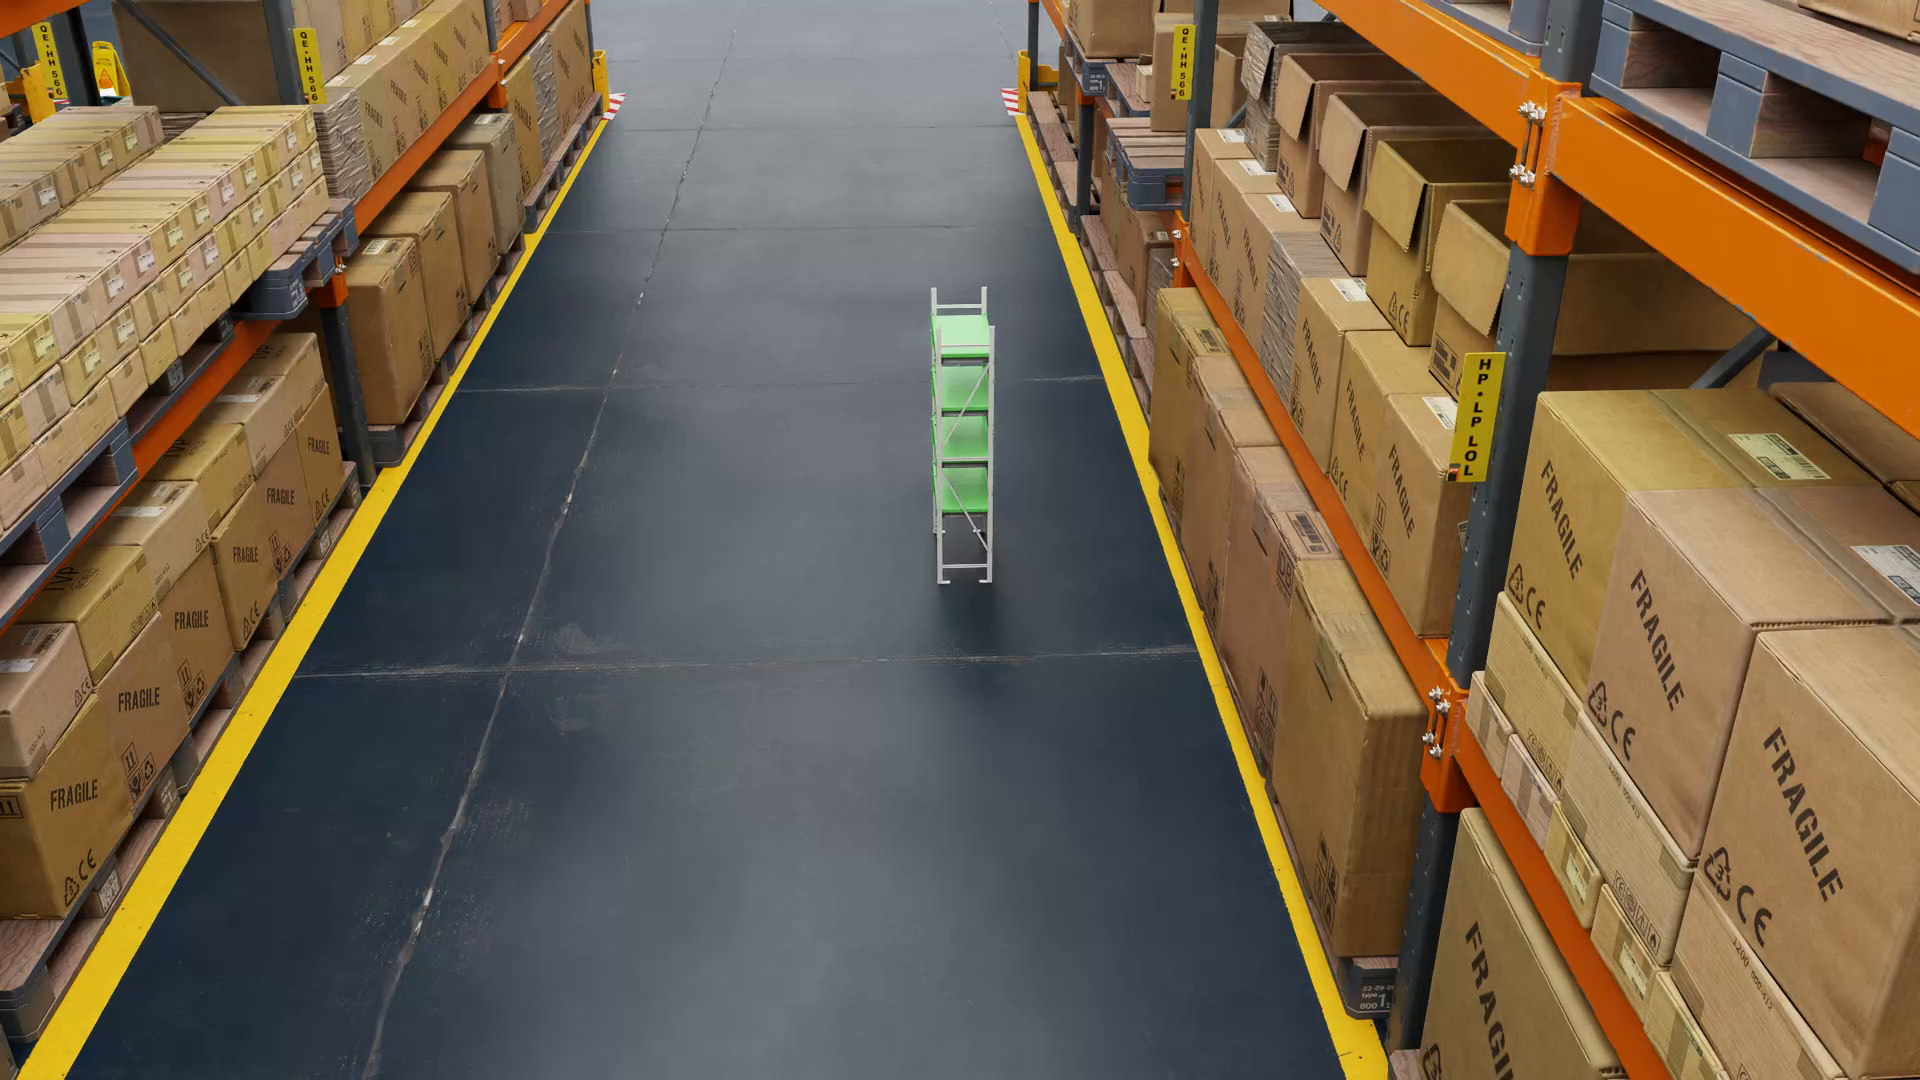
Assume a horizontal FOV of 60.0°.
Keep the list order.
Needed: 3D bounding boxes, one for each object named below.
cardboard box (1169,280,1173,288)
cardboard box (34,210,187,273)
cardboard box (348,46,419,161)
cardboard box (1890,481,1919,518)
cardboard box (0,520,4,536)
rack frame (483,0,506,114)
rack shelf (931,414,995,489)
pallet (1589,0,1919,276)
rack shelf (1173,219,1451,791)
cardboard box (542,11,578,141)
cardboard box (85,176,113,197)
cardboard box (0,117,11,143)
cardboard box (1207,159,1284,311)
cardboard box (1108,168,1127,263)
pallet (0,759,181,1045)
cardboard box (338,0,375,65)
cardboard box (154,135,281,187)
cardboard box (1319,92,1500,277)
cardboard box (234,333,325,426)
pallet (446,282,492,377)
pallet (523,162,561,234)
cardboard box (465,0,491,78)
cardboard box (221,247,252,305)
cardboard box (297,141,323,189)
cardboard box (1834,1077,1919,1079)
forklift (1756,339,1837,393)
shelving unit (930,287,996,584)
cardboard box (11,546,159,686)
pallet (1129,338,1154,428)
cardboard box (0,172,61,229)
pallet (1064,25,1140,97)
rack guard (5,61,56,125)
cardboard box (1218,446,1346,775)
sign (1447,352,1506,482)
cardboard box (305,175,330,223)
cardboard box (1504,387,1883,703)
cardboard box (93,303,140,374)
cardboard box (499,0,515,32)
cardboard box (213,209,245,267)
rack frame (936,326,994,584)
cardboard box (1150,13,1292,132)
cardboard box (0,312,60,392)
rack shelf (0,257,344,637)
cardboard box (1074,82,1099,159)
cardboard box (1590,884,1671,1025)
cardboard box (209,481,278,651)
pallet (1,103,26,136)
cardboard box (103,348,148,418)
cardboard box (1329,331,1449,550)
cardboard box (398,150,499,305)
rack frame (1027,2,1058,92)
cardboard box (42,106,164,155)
[{"bbox_3d":[1.485,-1.066,8.778,0.700,0.500,0.500,-3,28,-5],"label":"cardboard box"},{"bbox_3d":[-2.857,-1.003,5.604,0.380,0.149,0.250,-1,28,-1],"label":"cardboard box"},{"bbox_3d":[-3.227,-2.323,8.853,0.500,0.500,0.500,-1,28,-3],"label":"cardboard box"},{"bbox_3d":[2.062,0.216,3.121,0.500,0.500,0.500,-1,28,-2],"label":"cardboard box"},{"bbox_3d":[-2.770,-0.018,4.358,0.380,0.149,0.250,-3,28,-5],"label":"cardboard box"},{"bbox_3d":[-3.627,-3.445,11.111,1.000,3.000,0.127,-1,28,-3],"label":"rack frame"},{"bbox_3d":[0.009,-0.399,7.356,0.258,0.148,0.480,-1,28,-3],"label":"rack shelf"},{"bbox_3d":[1.782,-0.736,2.769,1.003,0.211,1.213,-1,28,-3],"label":"pallet"},{"bbox_3d":[1.645,-0.428,6.105,1.077,0.370,4.000,-1,28,-3],"label":"rack shelf"},{"bbox_3d":[-3.686,-3.818,13.670,0.875,0.875,0.875,-2,28,-3],"label":"cardboard box"},{"bbox_3d":[-3.560,-1.328,6.548,0.380,0.149,0.250,-2,28,-4],"label":"cardboard box"},{"bbox_3d":[-6.789,-2.563,11.304,0.500,0.500,0.500,-1,28,-3],"label":"cardboard box"},{"bbox_3d":[1.323,-1.246,6.787,0.500,0.500,0.500,-2,28,-4],"label":"cardboard box"},{"bbox_3d":[1.348,-2.100,10.759,0.700,0.500,0.500,-2,28,-3],"label":"cardboard box"},{"bbox_3d":[-3.251,1.127,5.361,1.003,0.211,1.213,-1,28,-3],"label":"pallet"},{"bbox_3d":[-3.488,-2.763,8.615,0.700,0.500,0.500,-2,28,-3],"label":"cardboard box"},{"bbox_3d":[-2.910,-1.484,6.525,0.380,0.149,0.250,-1,28,-1],"label":"cardboard box"},{"bbox_3d":[1.635,-1.211,5.635,0.797,0.503,0.637,-1,28,-1],"label":"cardboard box"},{"bbox_3d":[-3.121,-0.698,7.283,0.500,0.250,0.500,-2,28,-4],"label":"cardboard box"},{"bbox_3d":[-3.445,-1.289,9.993,1.003,0.211,1.213,-1,28,-3],"label":"pallet"},{"bbox_3d":[-3.588,-2.561,12.433,1.003,0.211,1.213,-1,28,-3],"label":"pallet"},{"bbox_3d":[-3.333,-3.254,10.638,0.500,0.500,0.500,-2,28,-3],"label":"cardboard box"},{"bbox_3d":[-2.883,-0.983,6.208,0.380,0.149,0.250,-3,28,-5],"label":"cardboard box"},{"bbox_3d":[-2.938,-1.587,7.045,0.380,0.149,0.250,-1,28,-2],"label":"cardboard box"},{"bbox_3d":[1.584,1.031,2.369,0.500,0.250,0.500,-1,28,-3],"label":"cardboard box"},{"bbox_3d":[3.420,-1.406,7.276,1.130,2.935,3.031,-1,28,-1],"label":"forklift"},{"bbox_3d":[0.009,-0.456,7.326,0.258,1.200,0.503,-1,28,-3],"label":"shelving unit"},{"bbox_3d":[-3.014,0.246,5.473,0.500,0.250,0.500,-1,28,-1],"label":"cardboard box"},{"bbox_3d":[1.501,-0.795,9.046,1.003,0.211,1.213,-1,28,-3],"label":"pallet"},{"bbox_3d":[-3.533,-1.233,6.045,0.380,0.149,0.250,0,28,0],"label":"cardboard box"},{"bbox_3d":[1.226,-3.076,10.612,1.003,0.211,1.213,-1,28,-3],"label":"pallet"},{"bbox_3d":[-8.770,-3.982,14.845,1.175,0.500,0.348,-1,28,-3],"label":"rack guard"},{"bbox_3d":[1.648,0.225,5.919,1.225,0.875,0.875,-2,28,-4],"label":"cardboard box"},{"bbox_3d":[1.208,-0.284,3.884,0.100,0.325,0.005,-1,28,-3],"label":"sign"},{"bbox_3d":[-2.933,-1.455,7.115,0.380,0.149,0.250,-1,28,-2],"label":"cardboard box"},{"bbox_3d":[1.519,0.006,3.524,0.500,0.500,0.500,-1,28,-3],"label":"cardboard box"},{"bbox_3d":[-2.830,-0.633,5.216,0.380,0.149,0.250,0,28,-1],"label":"cardboard box"},{"bbox_3d":[-3.709,-3.935,11.888,0.875,0.550,0.550,-1,28,-3],"label":"cardboard box"},{"bbox_3d":[-2.882,-1.112,6.134,0.380,0.149,0.250,-2,28,-3],"label":"cardboard box"},{"bbox_3d":[0.021,-0.343,7.110,0.240,1.200,0.015,-1,28,-3],"label":"rack frame"},{"bbox_3d":[1.343,-2.405,8.555,0.700,0.500,0.500,3,28,5],"label":"cardboard box"},{"bbox_3d":[-2.802,-0.529,4.695,0.380,0.149,0.250,-1,28,-2],"label":"cardboard box"},{"bbox_3d":[-3.314,-0.355,5.965,1.077,0.370,4.000,-1,28,-3],"label":"rack shelf"},{"bbox_3d":[1.202,-3.330,13.141,0.500,0.500,0.500,-4,28,-7],"label":"cardboard box"},{"bbox_3d":[1.476,0.797,3.250,0.380,0.149,0.250,-2,28,-4],"label":"cardboard box"},{"bbox_3d":[-3.055,0.106,6.552,0.500,0.500,0.500,-3,28,-5],"label":"cardboard box"},{"bbox_3d":[-8.763,-3.478,14.191,1.003,0.211,1.213,-1,28,-3],"label":"pallet"},{"bbox_3d":[-2.826,-0.495,5.273,0.380,0.149,0.250,-3,28,-5],"label":"cardboard box"},{"bbox_3d":[1.433,-0.306,4.984,0.500,0.500,0.500,-1,28,-1],"label":"cardboard box"},{"bbox_3d":[-3.458,-1.903,10.134,1.050,0.750,0.750,-1,28,-3],"label":"cardboard box"},{"bbox_3d":[1.123,-5.365,14.793,1.000,3.000,0.127,-1,28,-3],"label":"rack frame"},{"bbox_3d":[-3.587,-1.716,6.970,0.380,0.149,0.250,-1,28,-3],"label":"cardboard box"}]
